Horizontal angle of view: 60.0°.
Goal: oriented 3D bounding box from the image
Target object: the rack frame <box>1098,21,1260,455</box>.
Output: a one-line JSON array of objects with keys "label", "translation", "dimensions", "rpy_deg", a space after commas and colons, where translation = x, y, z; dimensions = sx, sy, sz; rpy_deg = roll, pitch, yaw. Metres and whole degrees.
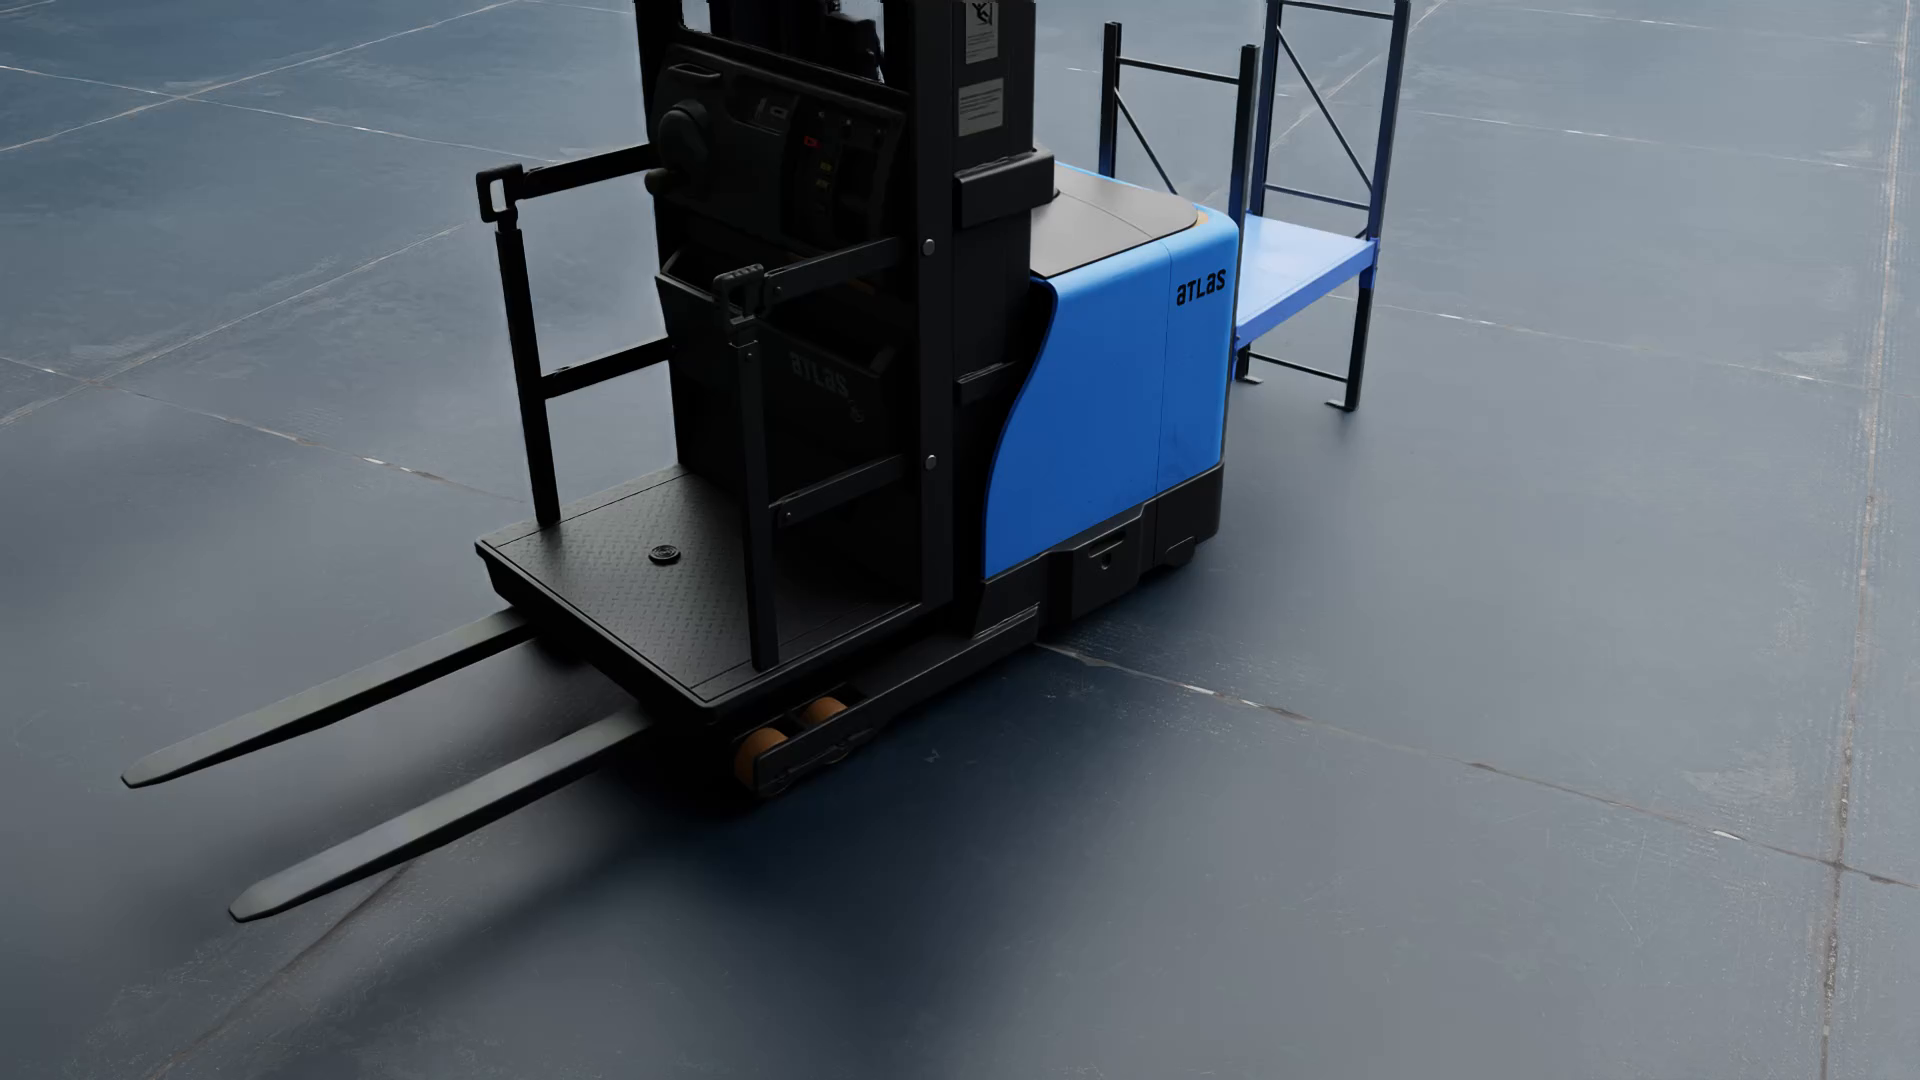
[{"label": "rack frame", "translation": [0.631, -0.799, 5.135], "dimensions": [0.500, 1.500, 0.032], "rpy_deg": [21, 36, 32]}]

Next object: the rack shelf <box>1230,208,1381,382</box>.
[{"label": "rack shelf", "translation": [0.941, -0.843, 5.574], "dimensions": [0.538, 0.185, 1.000], "rpy_deg": [21, 36, 32]}]

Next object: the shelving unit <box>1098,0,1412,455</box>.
[{"label": "shelving unit", "translation": [0.941, -0.999, 5.484], "dimensions": [0.538, 1.500, 1.048], "rpy_deg": [21, 36, 32]}]

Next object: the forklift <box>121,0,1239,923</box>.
[{"label": "forklift", "translation": [-0.613, -0.926, 3.920], "dimensions": [3.031, 2.935, 1.130], "rpy_deg": [-25, 38, -36]}]

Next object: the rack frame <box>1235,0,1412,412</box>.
[{"label": "rack frame", "translation": [1.251, -1.200, 5.834], "dimensions": [0.500, 1.500, 0.032], "rpy_deg": [21, 36, 32]}]
